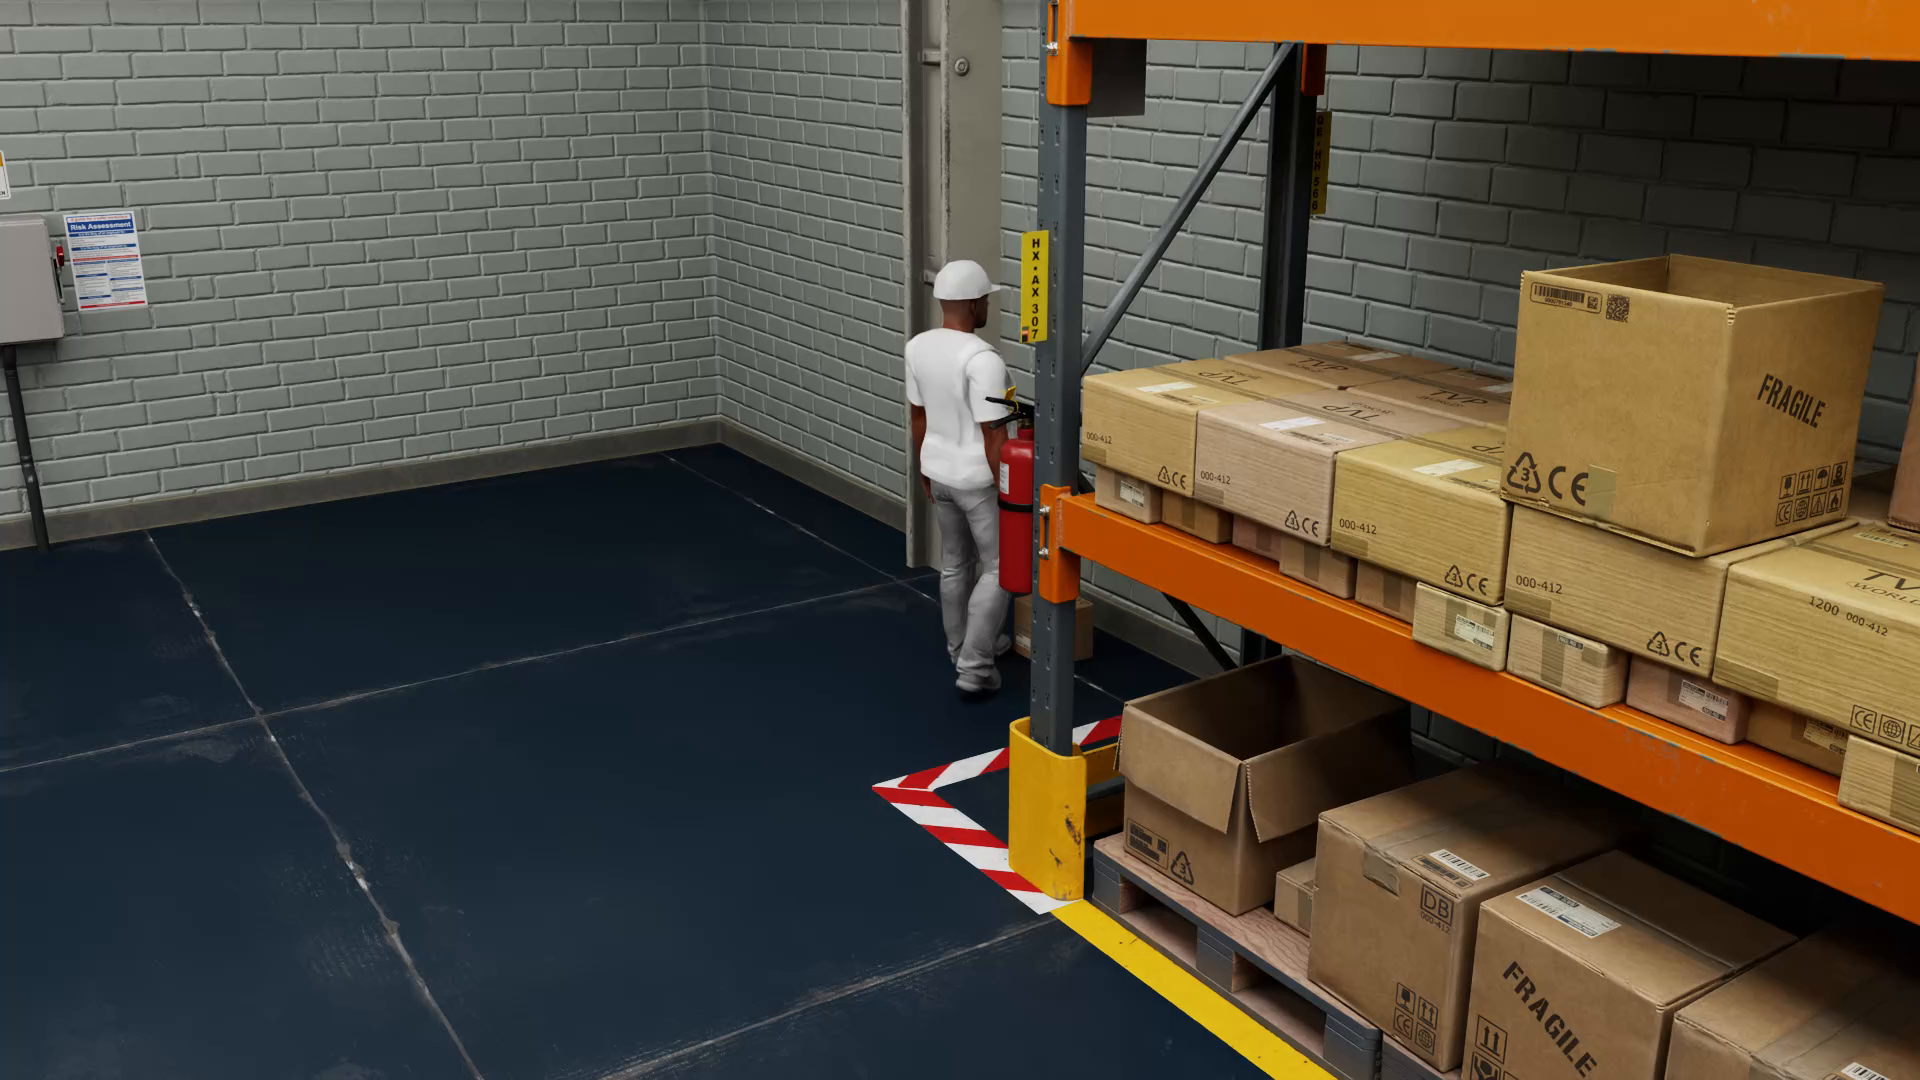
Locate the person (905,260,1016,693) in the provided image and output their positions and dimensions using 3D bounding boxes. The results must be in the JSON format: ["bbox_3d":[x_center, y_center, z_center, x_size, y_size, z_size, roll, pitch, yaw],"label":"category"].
[{"bbox_3d":[0.072,-0.272,6.847,0.549,1.768,0.590,-14,23,-37],"label":"person"}]
